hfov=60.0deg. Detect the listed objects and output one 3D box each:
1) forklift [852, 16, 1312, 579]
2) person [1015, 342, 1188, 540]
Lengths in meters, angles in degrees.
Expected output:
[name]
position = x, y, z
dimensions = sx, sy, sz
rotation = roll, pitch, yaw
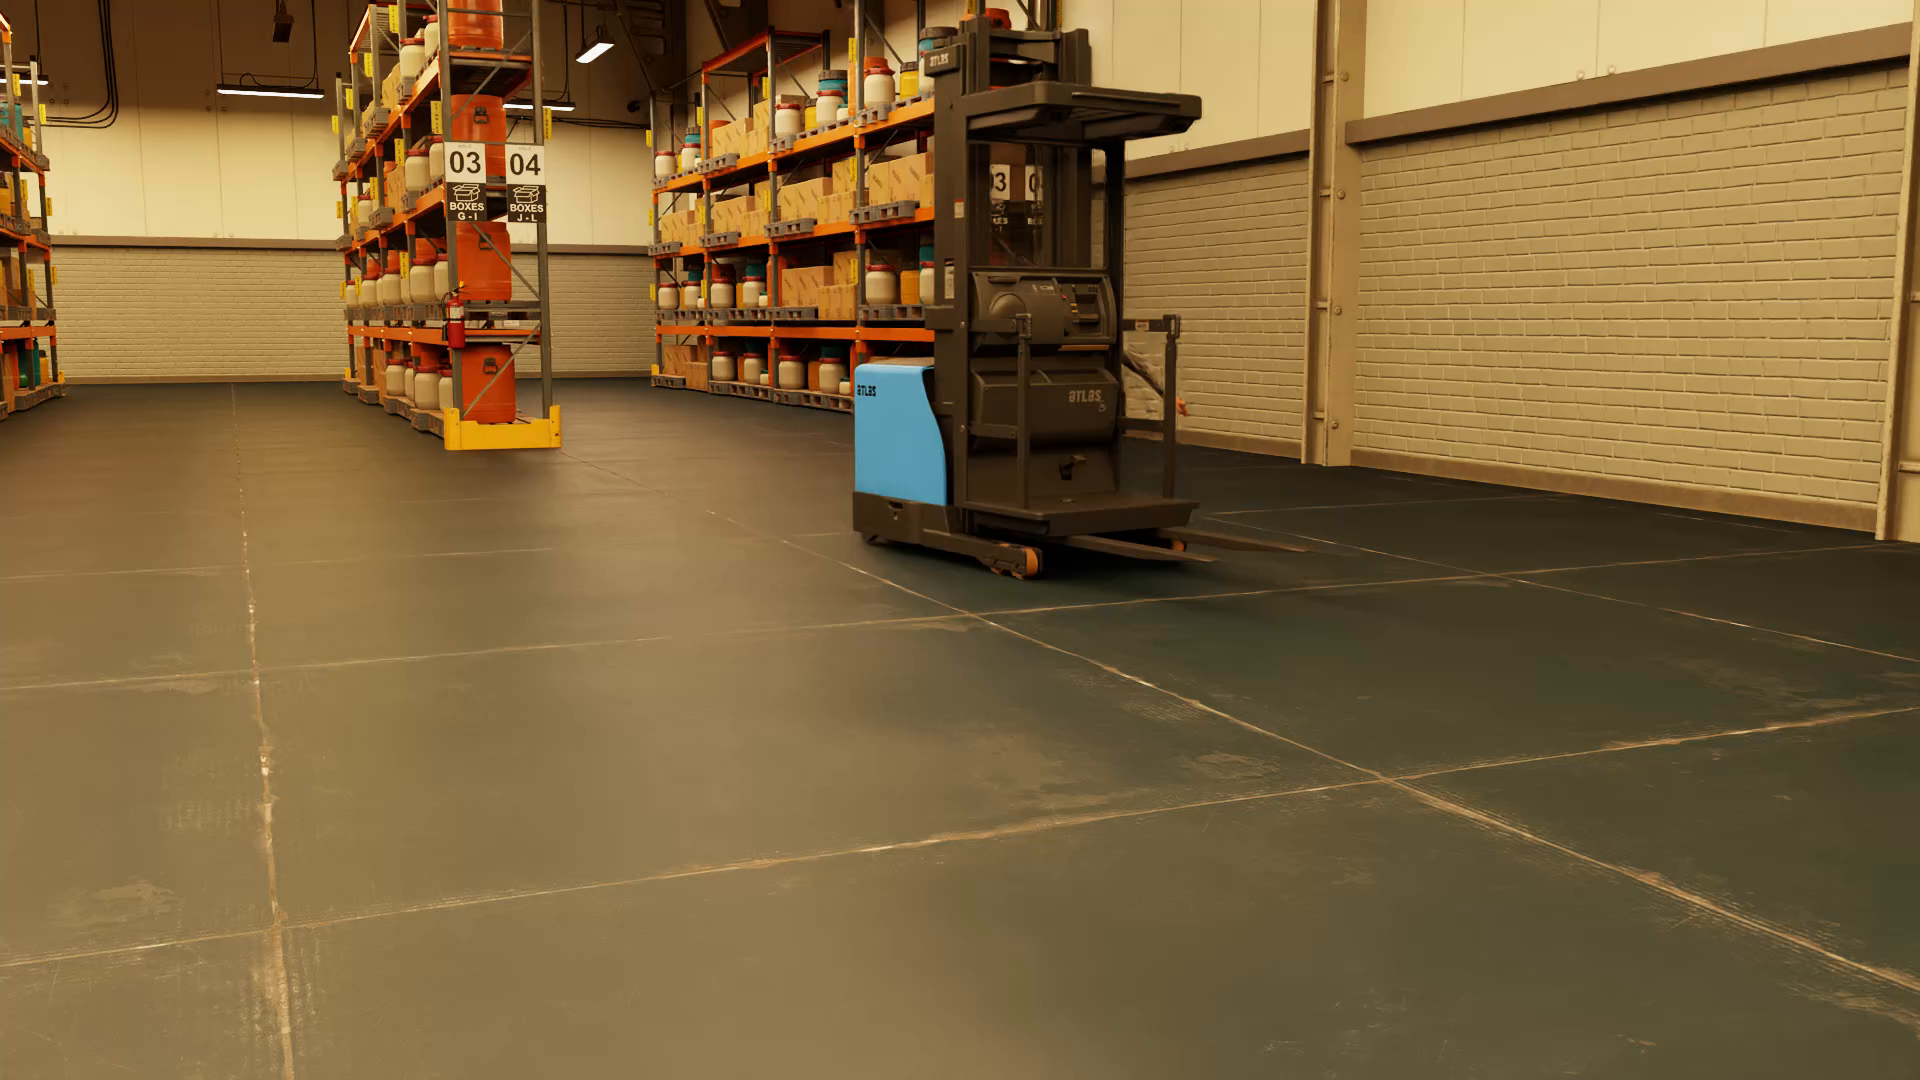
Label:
[forklift]
position = 0.589, -1.321, 8.956
dimensions = 1.130, 2.935, 3.031
rotation = -5, 9, -34
[person]
position = 0.864, -0.681, 10.179
dimensions = 1.047, 1.443, 0.939
rotation = 1, 8, 8
